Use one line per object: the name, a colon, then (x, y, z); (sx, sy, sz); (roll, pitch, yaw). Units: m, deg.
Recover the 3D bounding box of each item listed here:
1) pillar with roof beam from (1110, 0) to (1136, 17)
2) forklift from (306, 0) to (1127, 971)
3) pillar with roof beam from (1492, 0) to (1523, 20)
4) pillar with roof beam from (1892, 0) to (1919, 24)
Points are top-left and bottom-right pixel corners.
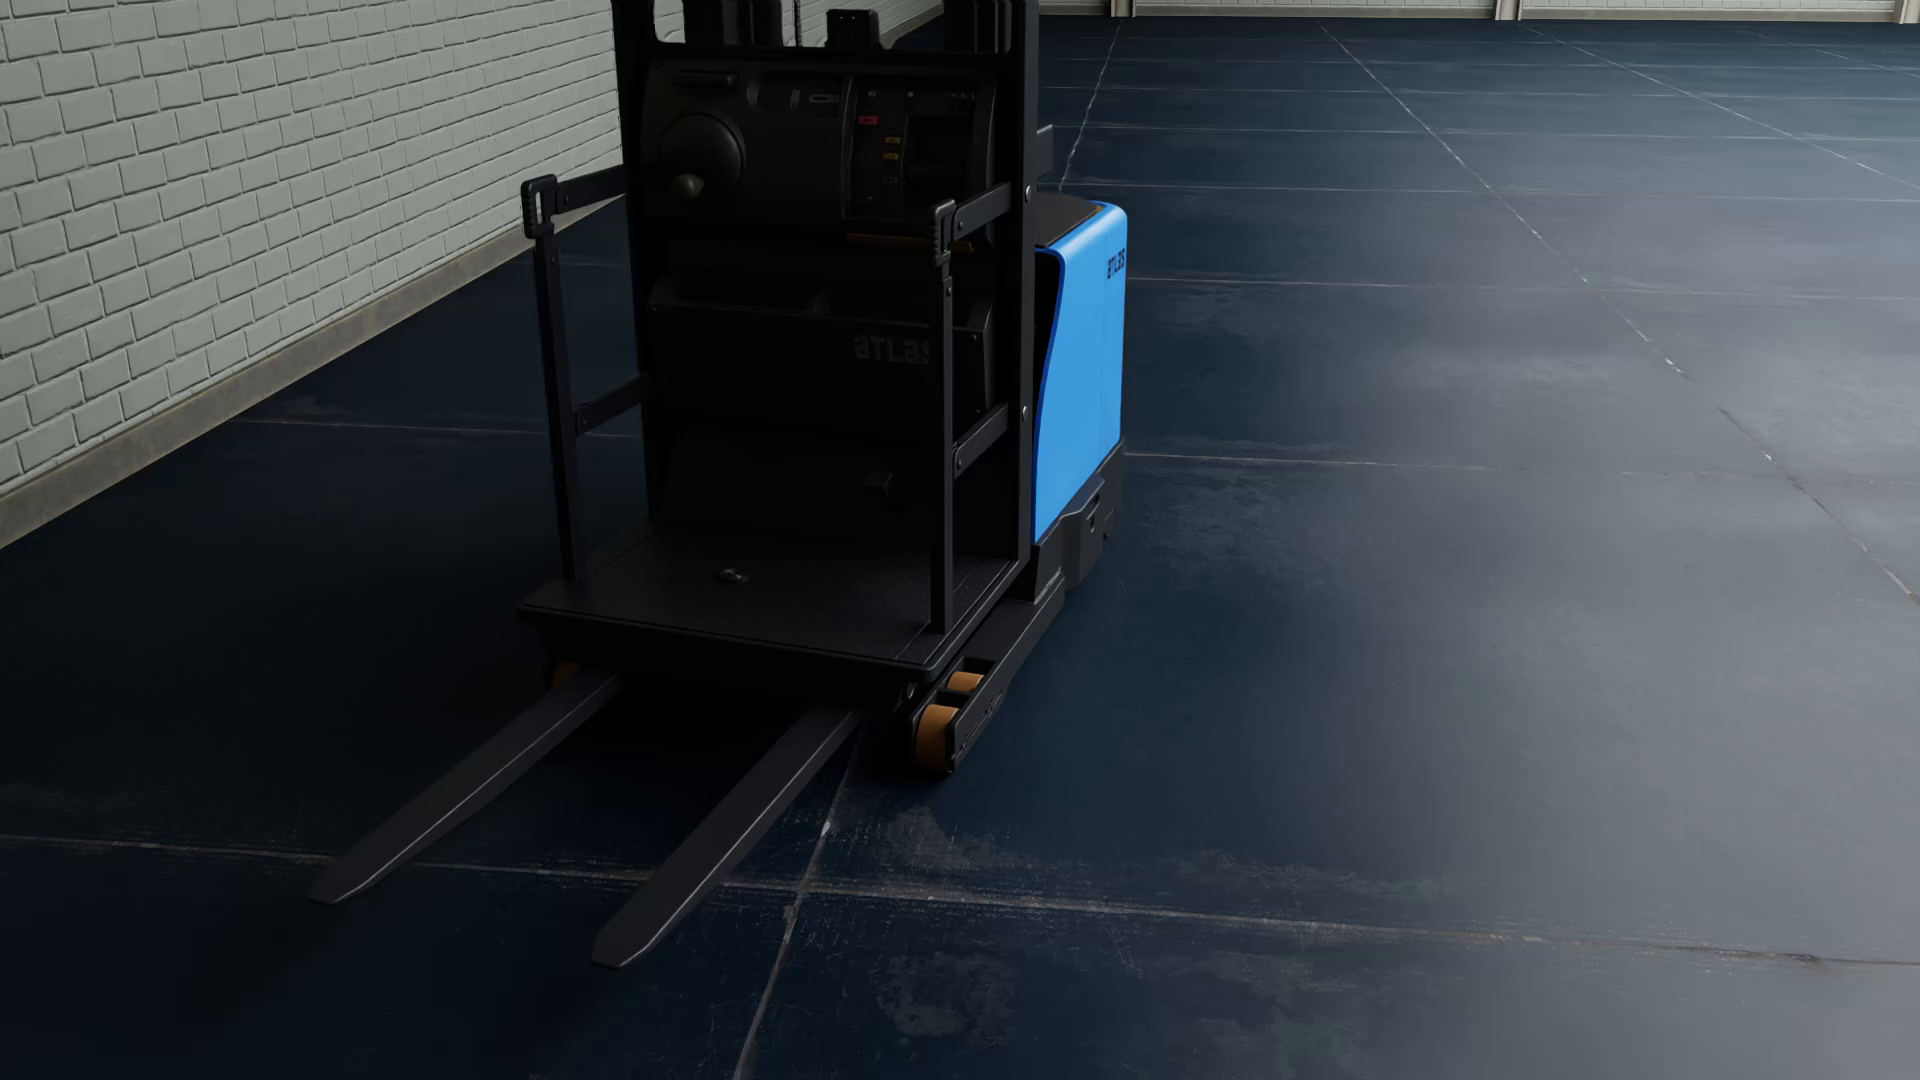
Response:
pillar with roof beam: (2.124, -11.062, 21.179); (0.400, 9.000, 9.100); (2, 22, 6)
forklift: (-0.425, -0.968, 3.901); (1.130, 2.935, 3.031); (7, 23, 18)
pillar with roof beam: (8.083, -10.802, 20.523); (0.400, 9.000, 9.100); (2, 22, 6)
pillar with roof beam: (14.041, -10.542, 19.866); (0.400, 9.000, 9.100); (2, 22, 6)
